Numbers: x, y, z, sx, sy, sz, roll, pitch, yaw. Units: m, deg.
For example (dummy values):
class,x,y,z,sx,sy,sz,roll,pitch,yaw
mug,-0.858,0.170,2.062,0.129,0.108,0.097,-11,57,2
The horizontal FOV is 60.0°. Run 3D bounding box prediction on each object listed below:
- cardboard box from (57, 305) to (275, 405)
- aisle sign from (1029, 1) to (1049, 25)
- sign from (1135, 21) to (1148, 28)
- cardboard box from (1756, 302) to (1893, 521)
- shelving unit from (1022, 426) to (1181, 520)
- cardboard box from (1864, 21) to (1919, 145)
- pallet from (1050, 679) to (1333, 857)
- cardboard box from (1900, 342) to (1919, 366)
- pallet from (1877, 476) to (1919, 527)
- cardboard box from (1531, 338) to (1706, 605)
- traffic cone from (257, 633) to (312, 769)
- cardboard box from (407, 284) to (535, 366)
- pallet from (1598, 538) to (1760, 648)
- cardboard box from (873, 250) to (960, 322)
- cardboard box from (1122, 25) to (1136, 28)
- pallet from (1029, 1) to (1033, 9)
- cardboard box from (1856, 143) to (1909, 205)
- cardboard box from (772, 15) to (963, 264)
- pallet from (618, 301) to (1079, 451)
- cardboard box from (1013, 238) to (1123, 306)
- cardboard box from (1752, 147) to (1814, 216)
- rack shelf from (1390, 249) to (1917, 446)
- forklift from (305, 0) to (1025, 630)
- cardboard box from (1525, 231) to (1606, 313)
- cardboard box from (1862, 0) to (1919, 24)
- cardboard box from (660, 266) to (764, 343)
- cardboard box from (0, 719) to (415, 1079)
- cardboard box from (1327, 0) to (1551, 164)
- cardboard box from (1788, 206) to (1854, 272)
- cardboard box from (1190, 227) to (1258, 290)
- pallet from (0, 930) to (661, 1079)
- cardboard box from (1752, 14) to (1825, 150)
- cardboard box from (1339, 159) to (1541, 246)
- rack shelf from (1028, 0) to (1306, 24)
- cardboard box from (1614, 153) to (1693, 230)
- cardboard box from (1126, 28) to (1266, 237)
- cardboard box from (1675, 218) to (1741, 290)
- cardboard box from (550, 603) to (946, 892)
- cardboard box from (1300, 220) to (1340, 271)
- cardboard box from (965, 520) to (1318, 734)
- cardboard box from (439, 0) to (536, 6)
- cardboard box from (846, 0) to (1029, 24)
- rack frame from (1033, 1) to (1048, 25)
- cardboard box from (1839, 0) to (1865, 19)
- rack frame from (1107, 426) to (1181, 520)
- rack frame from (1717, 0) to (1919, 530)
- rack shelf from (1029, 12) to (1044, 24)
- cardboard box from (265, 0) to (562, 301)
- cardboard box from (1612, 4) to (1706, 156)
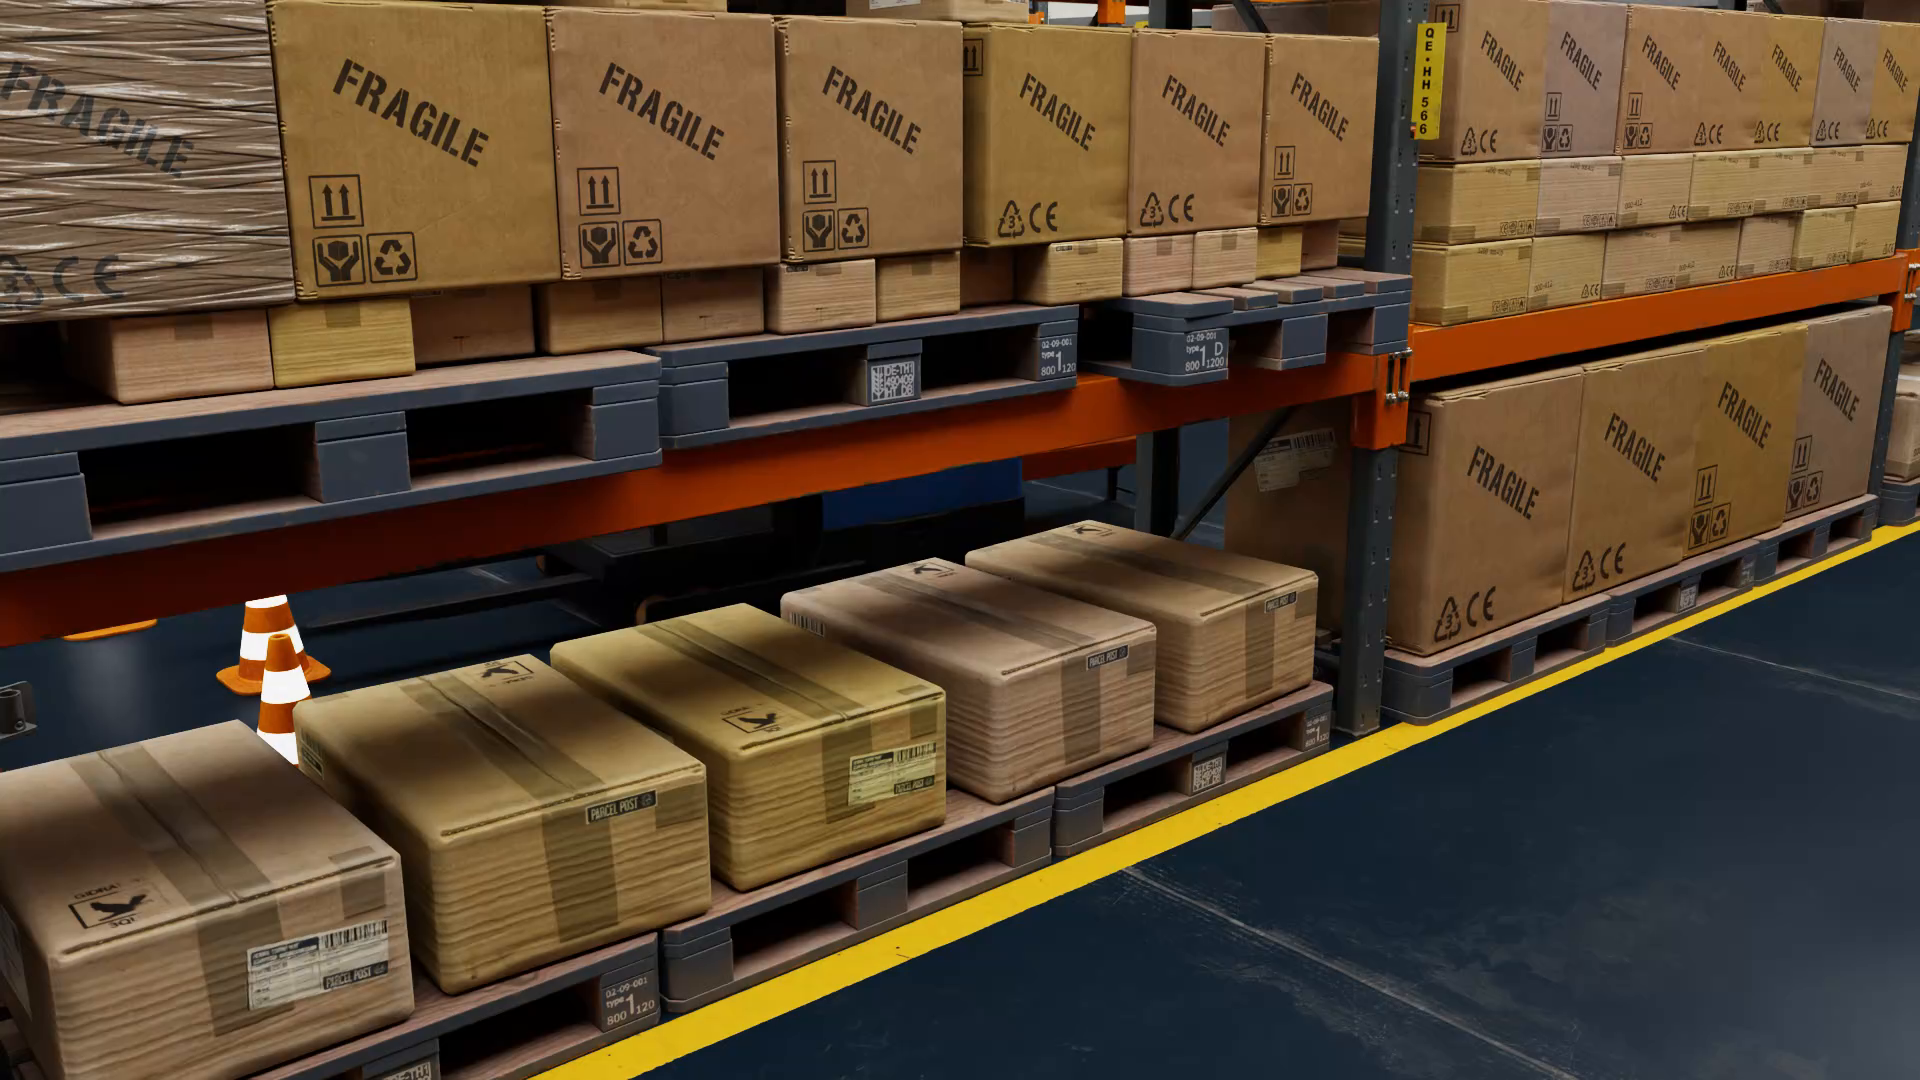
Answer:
class,x,y,z,sx,sy,sz,roll,pitch,yaw
cardboard box,-1.400,-0.350,2.921,0.250,0.149,0.380,-12,19,-39
aisle sign,0.774,-5.408,17.147,0.004,0.787,0.394,-13,19,-39
sign,0.627,-1.581,5.612,0.005,0.325,0.100,-13,19,-39
cardboard box,3.596,-0.647,7.664,0.875,0.875,0.875,-12,19,-38
shelving unit,0.493,-0.618,7.882,1.048,1.125,0.538,-10,18,-34
cardboard box,3.839,-1.998,7.287,0.500,0.500,0.500,-12,19,-38
pallet,0.403,0.565,5.224,1.213,0.211,1.003,-13,19,-39
cardboard box,5.230,-0.794,9.060,0.875,0.438,0.875,-13,20,-41
pallet,4.636,-0.358,8.681,1.213,0.211,1.003,-13,19,-39
cardboard box,2.245,-0.341,6.519,0.875,0.875,0.875,-12,19,-39
traffic cone,-2.008,0.507,4.956,0.334,0.463,0.336,-13,19,-39
cardboard box,-1.042,-0.453,3.308,0.250,0.149,0.380,-11,19,-36
pallet,2.558,0.109,6.933,1.213,0.211,1.003,-13,19,-39
cardboard box,-0.216,-0.616,3.917,0.250,0.149,0.380,-13,20,-41
cardboard box,1.186,-3.242,11.368,0.500,0.500,0.500,-12,19,-38
pallet,-0.030,-5.477,16.801,1.213,0.211,1.003,-13,19,-39
cardboard box,3.838,-1.639,7.394,0.500,0.250,0.500,-13,20,-39
cardboard box,-0.342,-0.910,3.760,0.500,0.500,0.500,-14,20,-42
pallet,-0.473,-0.478,4.098,1.213,0.211,1.003,-13,19,-39
cardboard box,0.192,-0.693,4.204,0.250,0.149,0.380,-12,19,-38
cardboard box,3.079,-1.464,6.738,0.500,0.250,0.500,-12,19,-38
rack shelf,2.502,-0.905,6.720,4.000,0.370,1.077,-13,19,-39
forklift,-1.209,-1.193,6.538,3.031,2.935,1.130,-10,18,-34
cardboard box,1.903,-0.966,5.844,0.500,0.250,0.500,-13,20,-41
cardboard box,4.419,-2.439,7.681,0.250,0.149,0.380,-13,20,-40
cardboard box,-0.633,-0.530,3.596,0.250,0.149,0.380,-12,19,-39
cardboard box,-1.630,0.741,3.441,0.625,0.372,0.950,-12,19,-39
cardboard box,1.526,-1.481,5.351,0.500,0.500,0.500,-14,20,-41
cardboard box,3.453,-1.308,7.125,0.500,0.250,0.500,-13,20,-40
cardboard box,0.585,-0.783,4.542,0.250,0.149,0.380,-13,20,-40
pallet,-1.438,0.979,3.677,1.213,0.211,1.003,-13,19,-39
cardboard box,3.058,-1.827,6.647,0.500,0.500,0.500,-12,19,-38
cardboard box,1.538,-1.121,5.455,0.500,0.250,0.500,-13,20,-40
rack shelf,2.194,-3.978,12.413,4.000,0.370,1.077,-13,19,-39
cardboard box,2.312,-1.290,6.089,0.500,0.250,0.500,-13,20,-40
cardboard box,0.450,-1.088,4.427,0.500,0.500,0.500,-13,20,-40
cardboard box,2.673,-1.138,6.488,0.500,0.250,0.500,-13,19,-39
cardboard box,-0.567,0.500,4.342,0.625,0.372,0.950,-12,19,-38
cardboard box,0.901,-0.894,4.958,0.250,0.149,0.380,-12,19,-37
cardboard box,0.561,0.247,5.293,0.625,0.372,0.950,-14,21,-43
cardboard box,-1.121,-1.237,3.728,0.250,0.149,0.380,-14,20,-42
cardboard box,-0.056,-1.290,3.926,0.250,0.149,0.380,-14,20,-42
rack frame,0.523,-4.198,17.655,0.127,3.000,1.000,-13,19,-39
cardboard box,4.305,-2.574,8.185,0.250,0.149,0.380,-12,19,-38
rack frame,0.907,-0.694,8.167,0.032,1.125,0.500,-10,18,-34
rack frame,4.011,-1.591,7.896,0.127,3.000,1.000,-13,19,-39
rack shelf,-0.986,-4.961,16.092,4.000,0.370,1.077,-13,19,-39
cardboard box,-1.105,-0.740,3.123,0.500,0.500,0.500,-13,19,-39
cardboard box,2.294,-1.652,5.990,0.500,0.500,0.500,-12,19,-38
